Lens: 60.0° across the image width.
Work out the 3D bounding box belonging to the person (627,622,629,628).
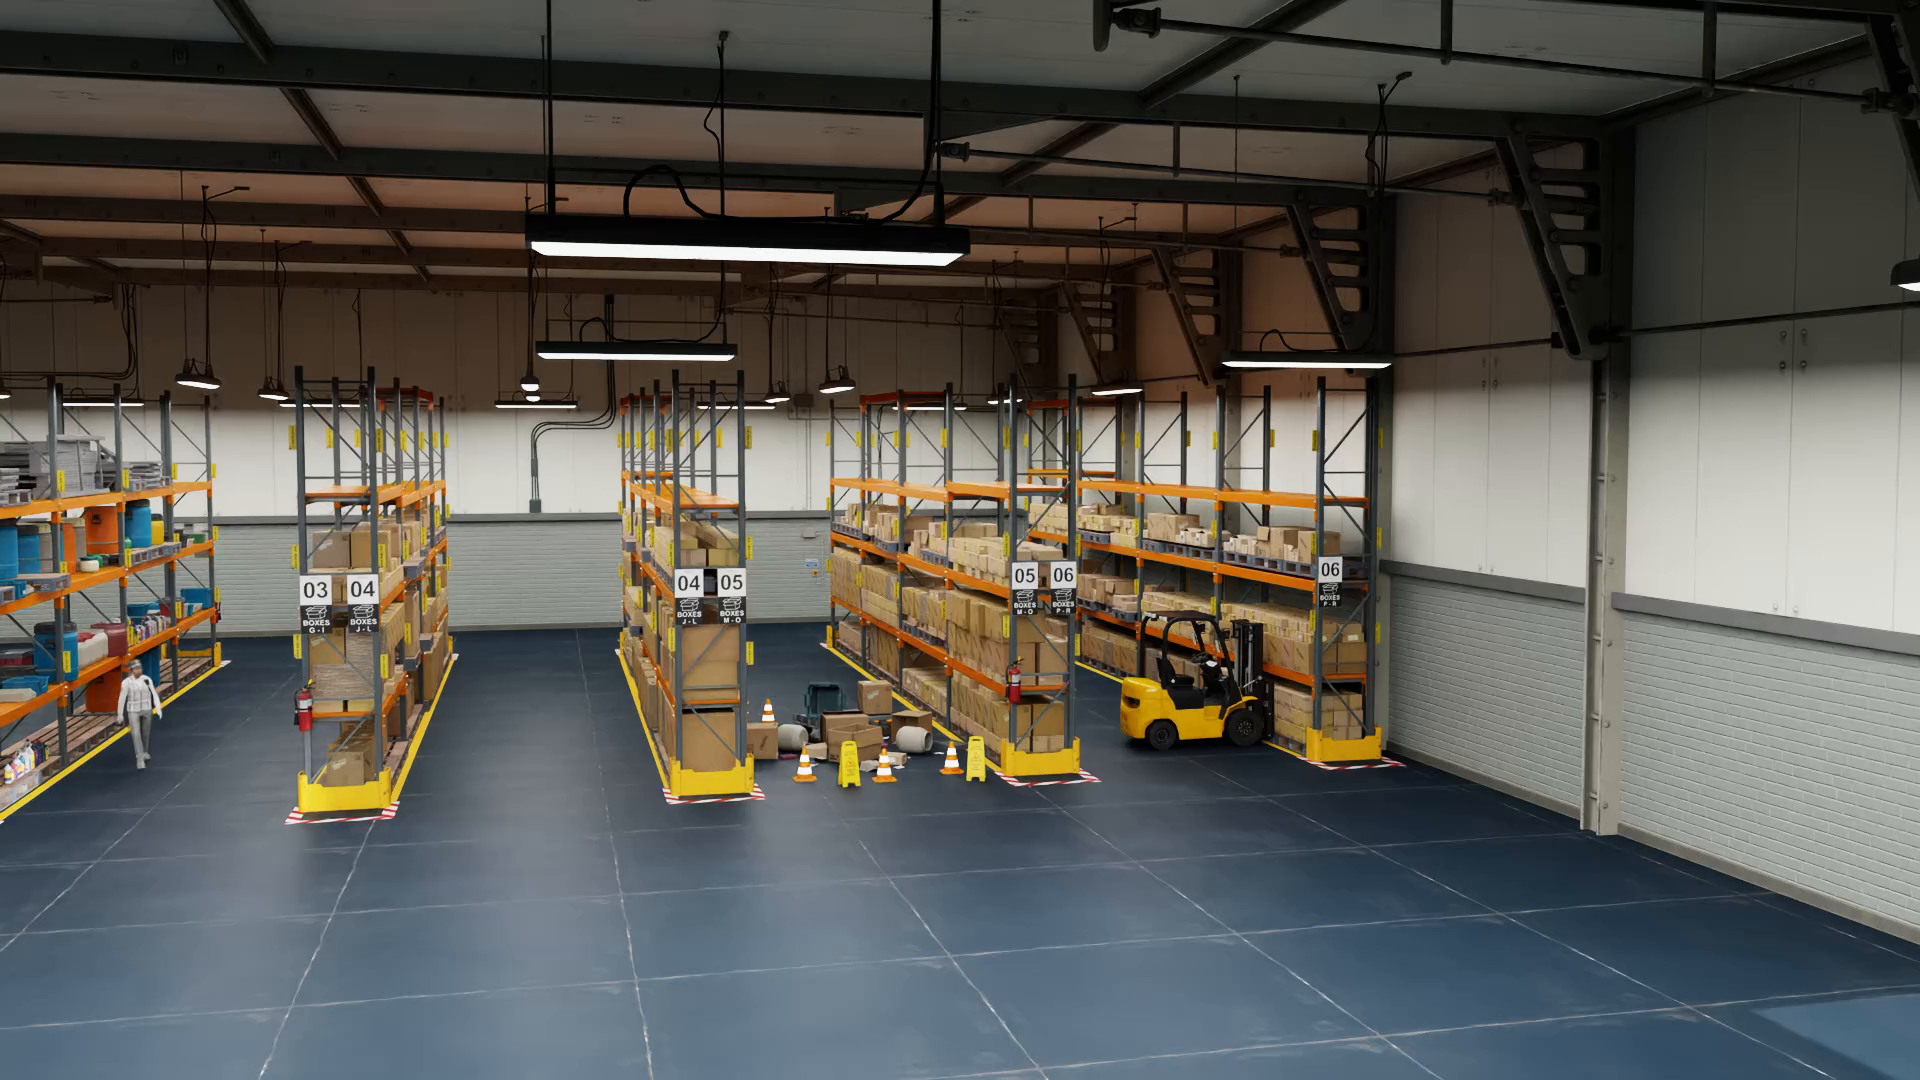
[{"bbox_3d":[-8.155,1.732,41.376,0.584,1.591,0.416,-3,4,-40],"label":"person"}]

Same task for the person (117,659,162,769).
[{"bbox_3d":[-12.624,2.641,25.591,0.612,1.633,0.986,-2,4,-32],"label":"person"}]
